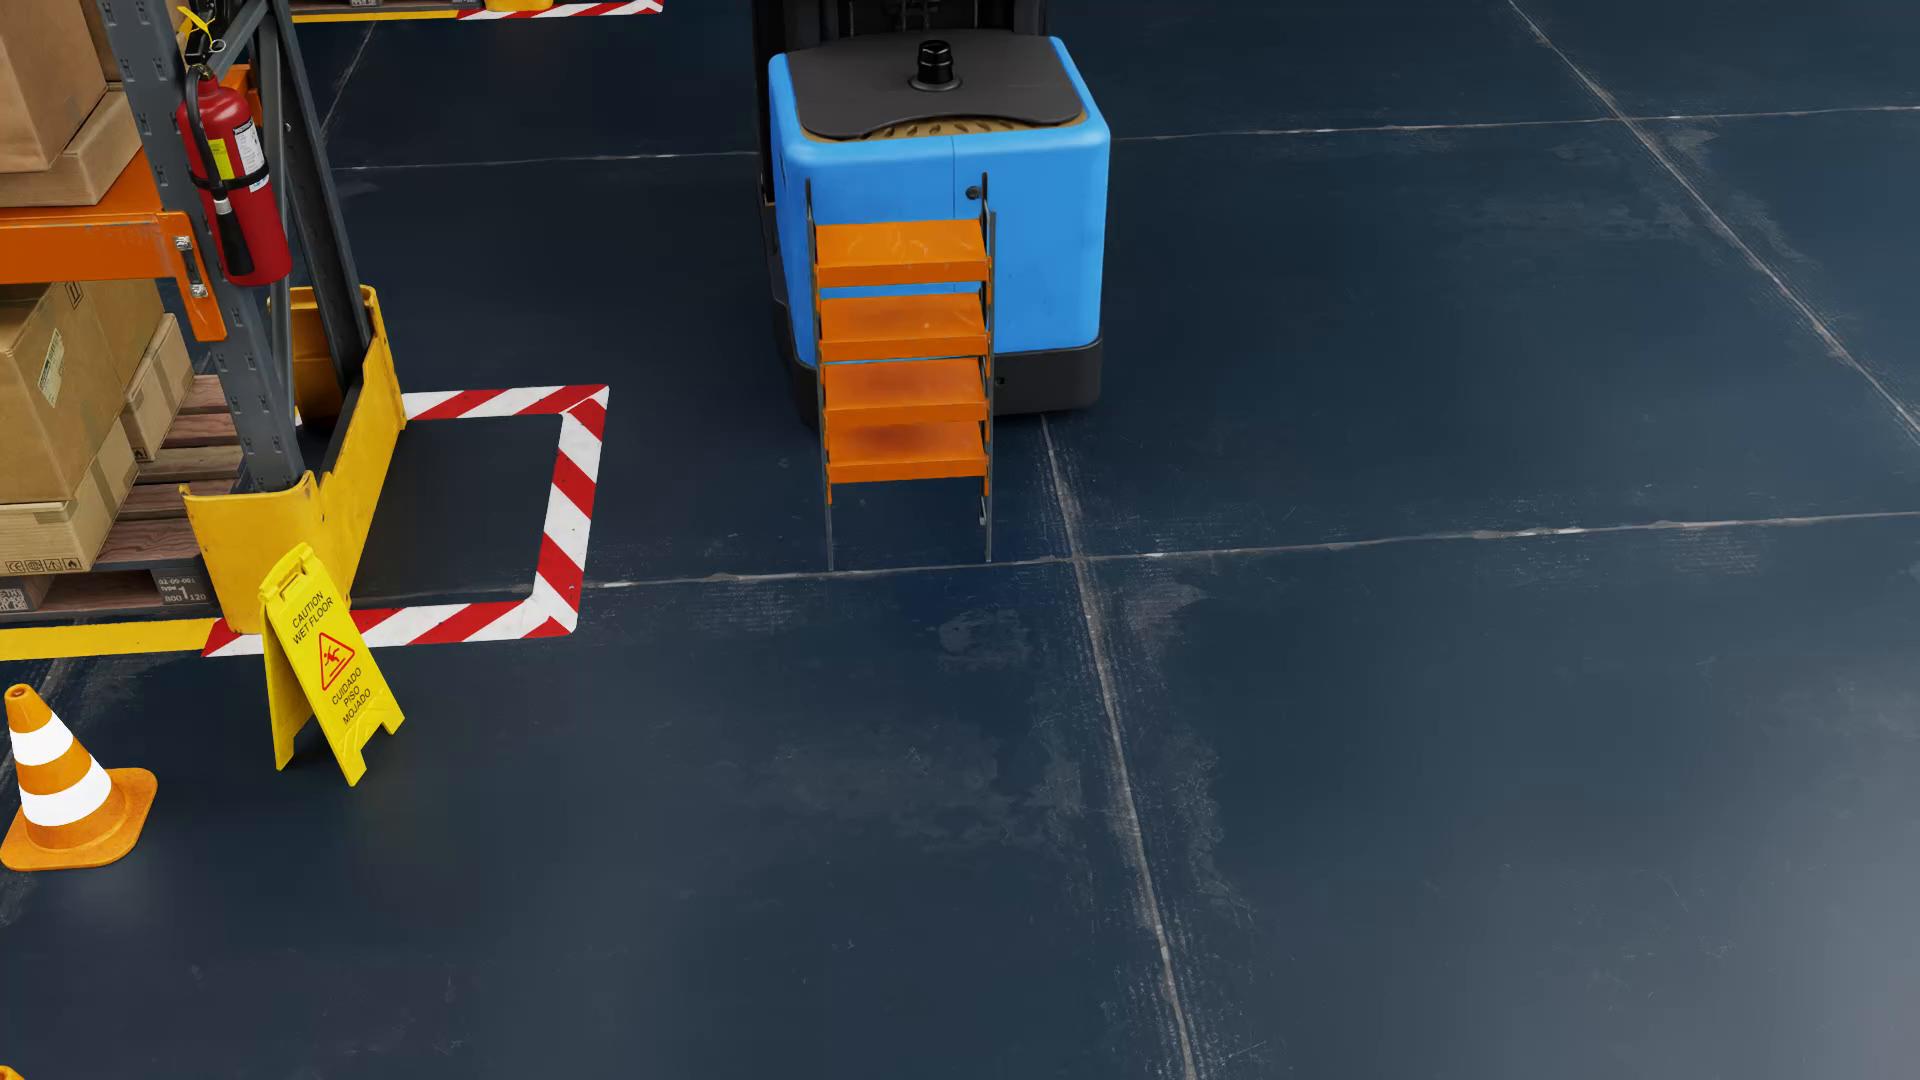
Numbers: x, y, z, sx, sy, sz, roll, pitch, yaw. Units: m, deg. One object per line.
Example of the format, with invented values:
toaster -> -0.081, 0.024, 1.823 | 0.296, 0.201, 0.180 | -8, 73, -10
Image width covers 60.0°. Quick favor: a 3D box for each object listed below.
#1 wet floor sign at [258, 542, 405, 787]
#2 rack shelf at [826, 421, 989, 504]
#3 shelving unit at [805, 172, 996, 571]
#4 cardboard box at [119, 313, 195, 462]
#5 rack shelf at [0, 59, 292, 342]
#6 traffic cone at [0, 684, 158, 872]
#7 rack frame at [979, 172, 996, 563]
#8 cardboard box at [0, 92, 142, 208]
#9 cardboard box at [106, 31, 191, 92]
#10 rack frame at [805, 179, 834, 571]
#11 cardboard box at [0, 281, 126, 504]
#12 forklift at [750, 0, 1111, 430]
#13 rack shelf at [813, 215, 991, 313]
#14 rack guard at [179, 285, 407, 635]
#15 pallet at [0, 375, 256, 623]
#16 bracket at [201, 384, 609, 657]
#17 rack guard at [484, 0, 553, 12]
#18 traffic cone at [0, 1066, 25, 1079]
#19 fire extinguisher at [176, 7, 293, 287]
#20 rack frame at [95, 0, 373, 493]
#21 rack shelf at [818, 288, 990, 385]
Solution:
wet floor sign -> -1.688, 0.305, 4.342 | 0.232, 0.644, 0.267 | 9, 39, 12
rack shelf -> -0.165, -0.253, 5.032 | 0.480, 0.148, 0.258 | -3, 38, -4
shelving unit -> -0.165, -0.462, 4.867 | 0.503, 1.200, 0.258 | -3, 38, -4
cardboard box -> -2.800, -0.481, 5.318 | 0.500, 0.250, 0.500 | -3, 38, -4
rack shelf -> -3.964, -0.877, 4.520 | 4.000, 0.370, 1.077 | -3, 38, -4
traffic cone -> -2.286, 0.547, 4.184 | 0.334, 0.463, 0.336 | -3, 38, -4
rack frame -> 0.078, -0.475, 4.884 | 0.015, 1.200, 0.240 | -3, 38, -4
cardboard box -> -2.326, -1.018, 4.321 | 0.250, 0.149, 0.380 | -2, 38, -2
cardboard box -> -2.329, -1.279, 4.652 | 0.250, 0.149, 0.380 | -3, 38, -4
rack frame -> -0.408, -0.449, 4.850 | 0.015, 1.200, 0.240 | -3, 38, -4
cardboard box -> -2.747, -0.444, 4.666 | 0.500, 0.500, 0.500 | -3, 38, -4
forklift -> -0.256, -2.430, 5.964 | 1.130, 2.935, 3.031 | -6, 39, -7
rack shelf -> -0.165, -0.770, 4.623 | 0.480, 0.148, 0.258 | -3, 38, -4
rack guard -> -2.048, -0.283, 5.205 | 0.348, 0.500, 1.175 | -3, 38, -4
pallet -> -2.860, -0.147, 5.266 | 1.213, 0.211, 1.003 | -3, 38, -4
bracket -> -1.724, -0.110, 5.390 | 1.079, 0.001, 1.378 | -3, 38, -4
rack guard -> -2.392, -3.351, 9.094 | 0.348, 0.500, 1.175 | -3, 38, -4
traffic cone -> -1.849, 1.213, 3.339 | 0.334, 0.463, 0.336 | -3, 38, -4
fire extinguisher -> -1.818, -0.960, 4.108 | 0.183, 0.674, 0.296 | -3, 38, -4
rack frame -> -1.972, -1.269, 4.436 | 0.127, 3.000, 1.000 | -3, 38, -4
rack shelf -> -0.165, -0.585, 4.770 | 0.480, 0.148, 0.258 | -3, 38, -4
